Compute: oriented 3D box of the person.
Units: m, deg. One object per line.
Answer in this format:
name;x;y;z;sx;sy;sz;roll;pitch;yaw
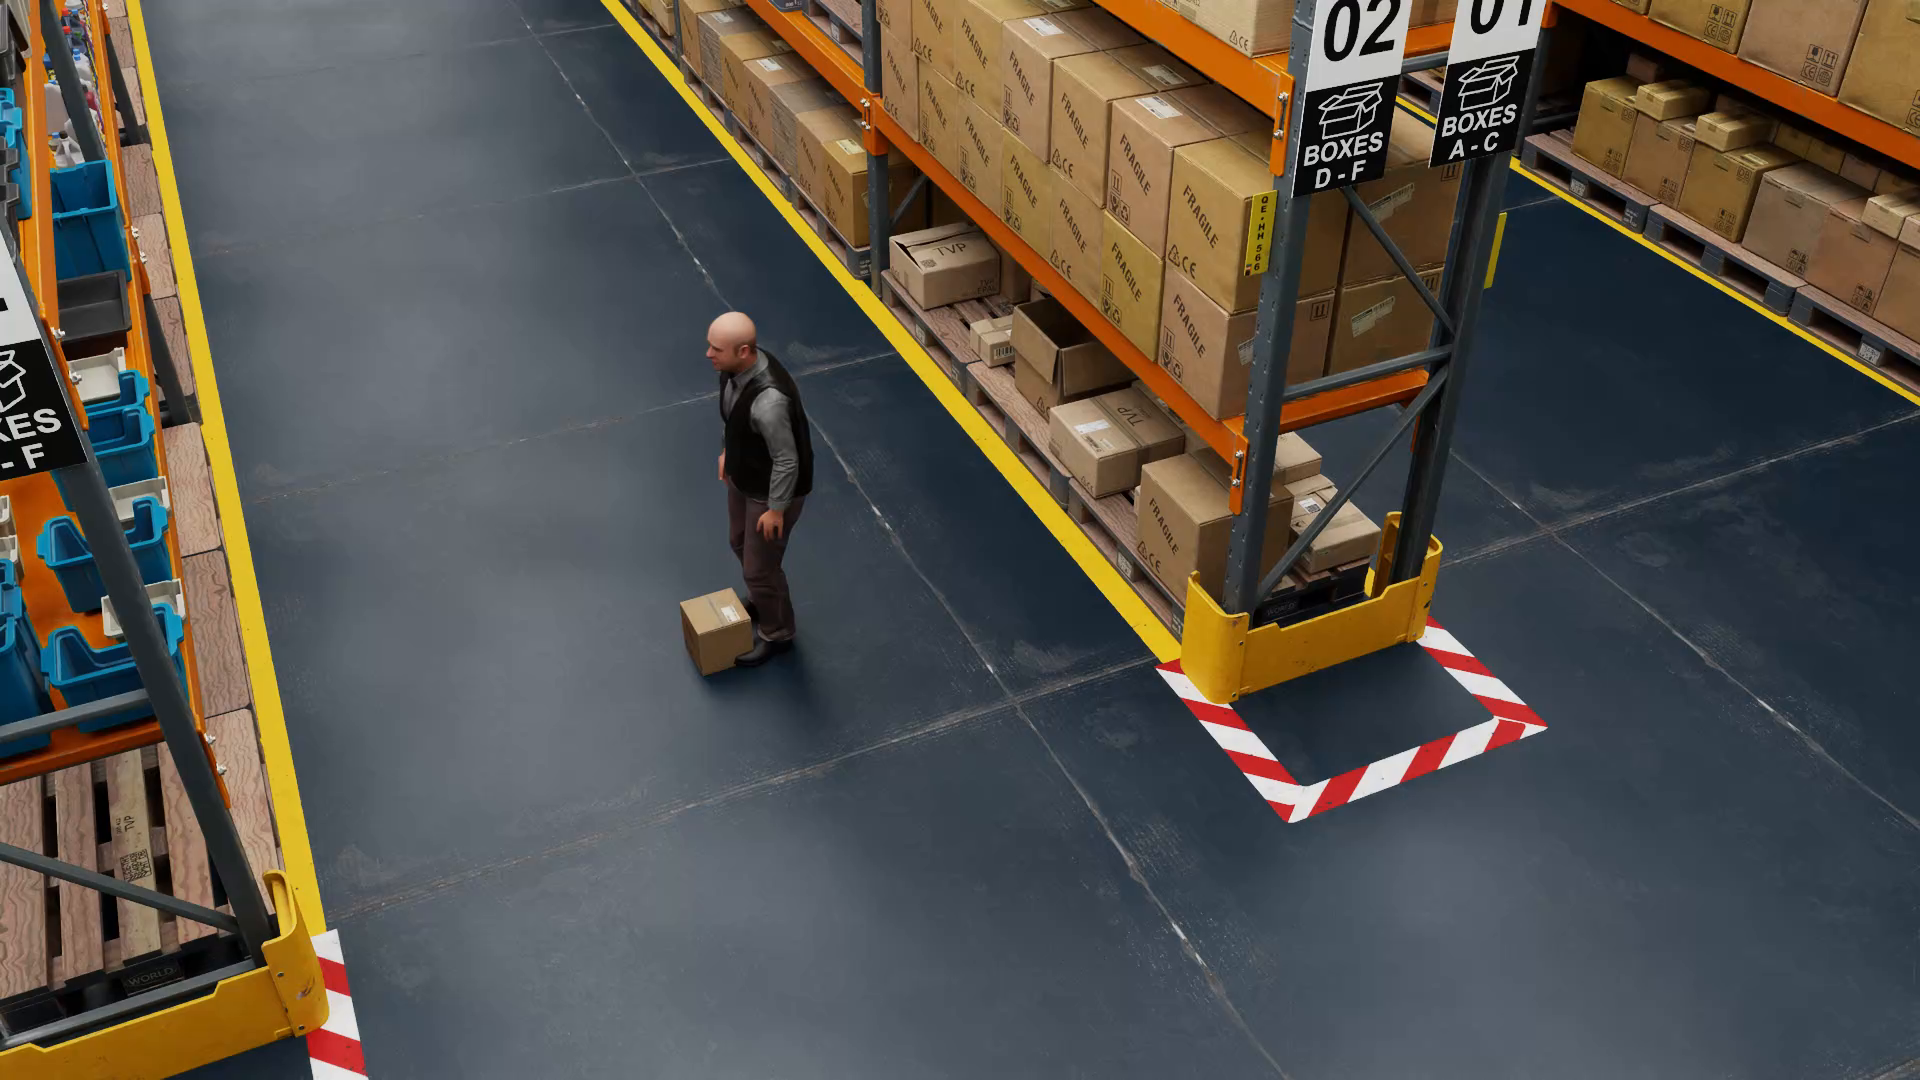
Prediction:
person;-0.871;-0.237;7.190;0.463;1.721;0.589;-17;40;-21
